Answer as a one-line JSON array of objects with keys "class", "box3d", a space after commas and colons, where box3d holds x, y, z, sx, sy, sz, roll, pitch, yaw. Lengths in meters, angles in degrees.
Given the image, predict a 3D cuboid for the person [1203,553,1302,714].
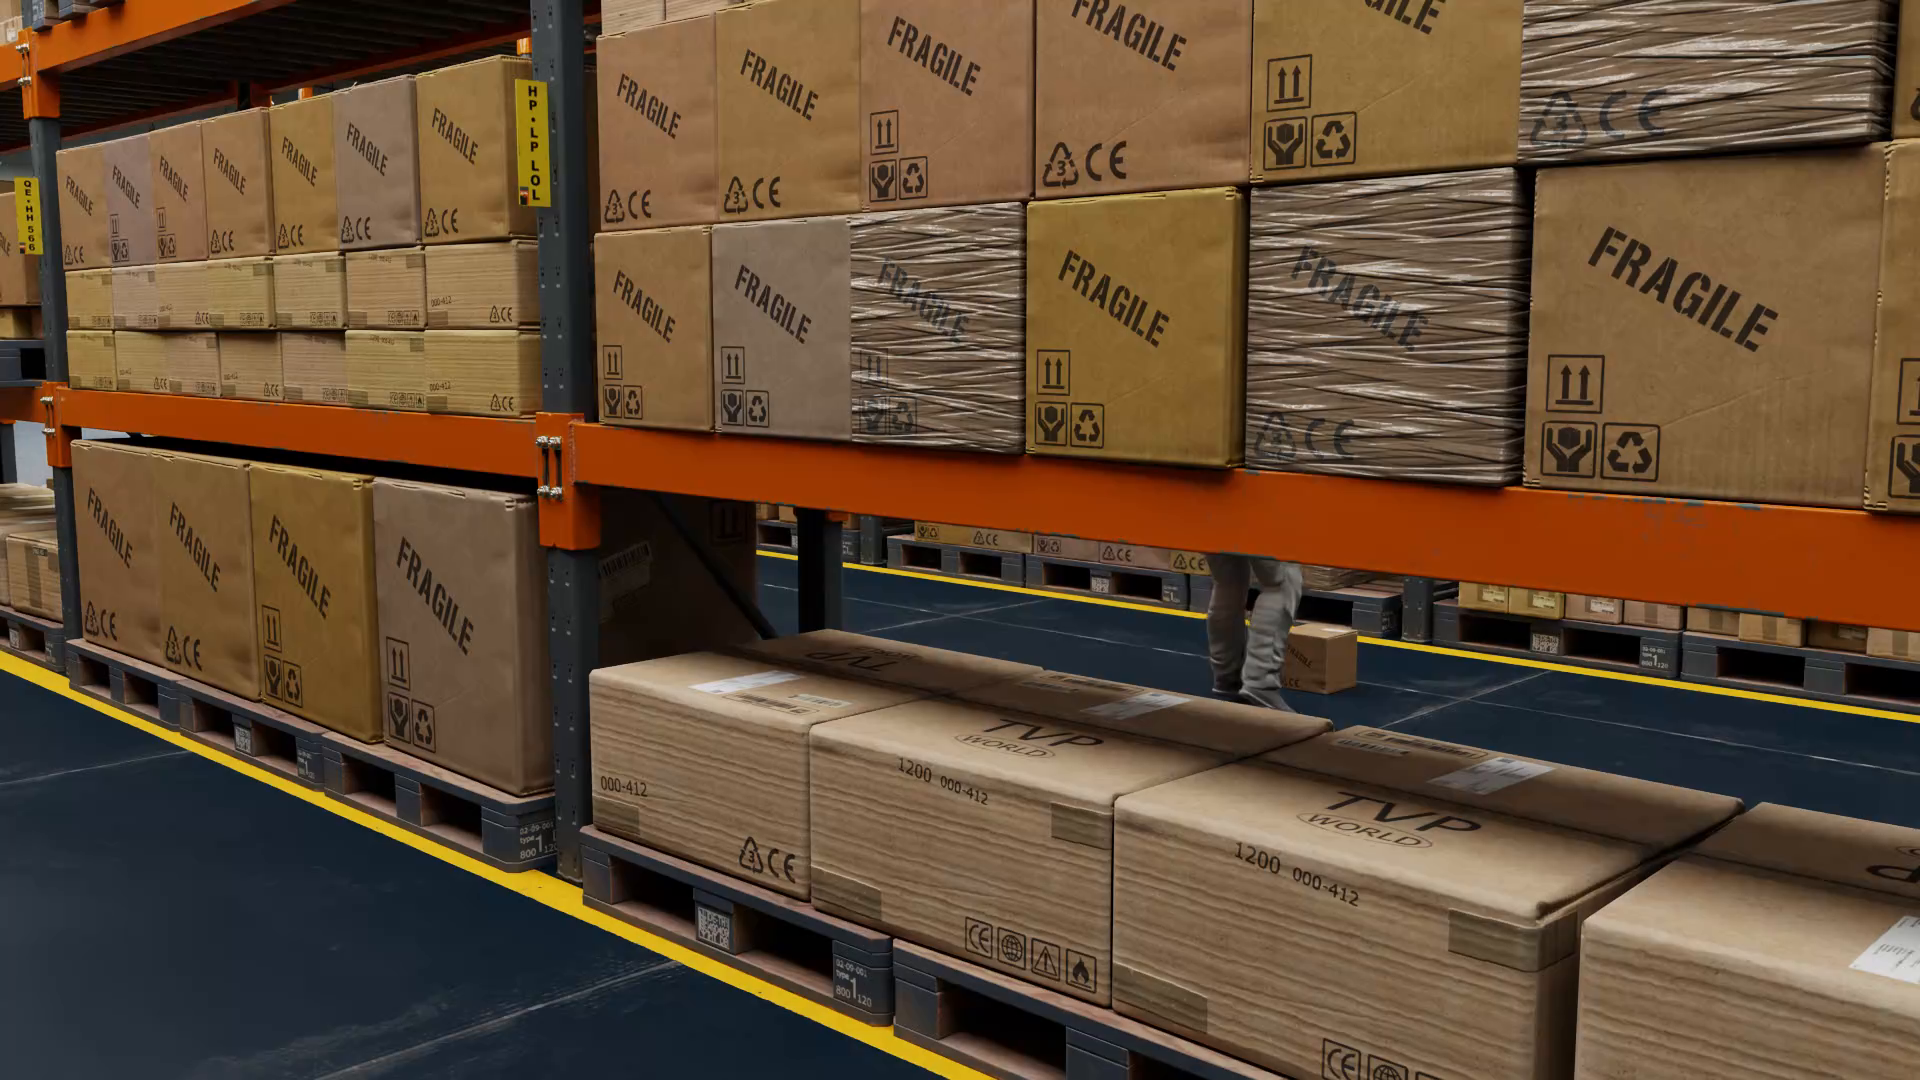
[{"class": "person", "box3d": [1.169, -0.125, 6.803, 0.456, 1.735, 0.528, -4, 8, -31]}]
